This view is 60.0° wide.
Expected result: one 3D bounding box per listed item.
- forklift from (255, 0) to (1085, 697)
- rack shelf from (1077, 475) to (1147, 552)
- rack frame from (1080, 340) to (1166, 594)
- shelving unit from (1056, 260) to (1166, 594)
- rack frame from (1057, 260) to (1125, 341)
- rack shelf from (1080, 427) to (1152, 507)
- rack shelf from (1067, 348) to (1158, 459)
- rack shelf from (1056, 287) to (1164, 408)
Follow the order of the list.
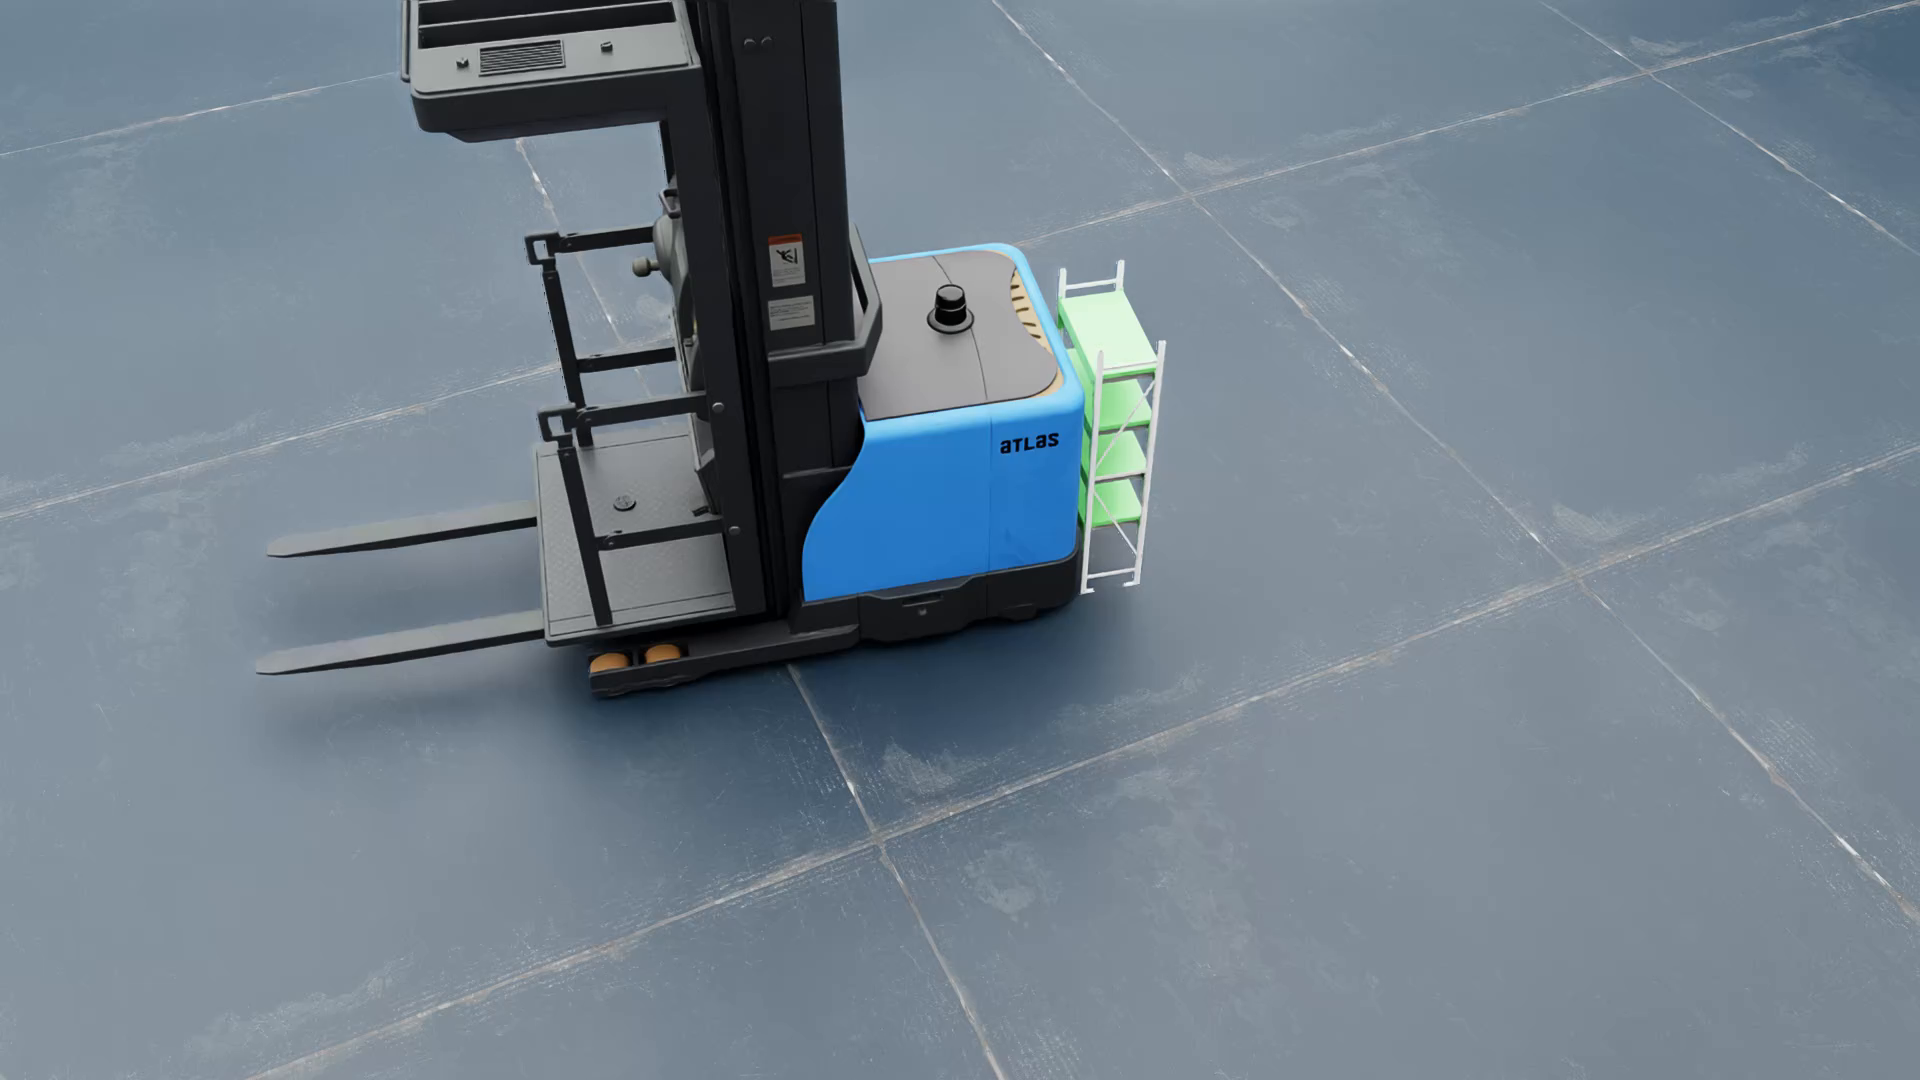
[{"bbox_3d":[-1.122,-0.875,5.550,3.031,2.935,1.130,-9,45,-9],"label":"forklift"},{"bbox_3d":[0.536,-0.189,6.520,0.258,0.148,0.480,-9,45,-9],"label":"rack shelf"},{"bbox_3d":[0.591,-0.238,6.137,0.240,1.200,0.015,-9,45,-9],"label":"rack frame"},{"bbox_3d":[0.536,-0.405,6.306,0.258,1.200,0.503,-9,45,-9],"label":"shelving unit"},{"bbox_3d":[0.482,-0.572,6.476,0.240,1.200,0.015,-9,45,-9],"label":"rack frame"},{"bbox_3d":[0.536,-0.360,6.351,0.258,0.148,0.480,-9,45,-9],"label":"rack shelf"},{"bbox_3d":[0.536,-0.531,6.183,0.258,0.148,0.480,-9,45,-9],"label":"rack shelf"},{"bbox_3d":[0.536,-0.702,6.014,0.258,0.148,0.480,-9,45,-9],"label":"rack shelf"}]
